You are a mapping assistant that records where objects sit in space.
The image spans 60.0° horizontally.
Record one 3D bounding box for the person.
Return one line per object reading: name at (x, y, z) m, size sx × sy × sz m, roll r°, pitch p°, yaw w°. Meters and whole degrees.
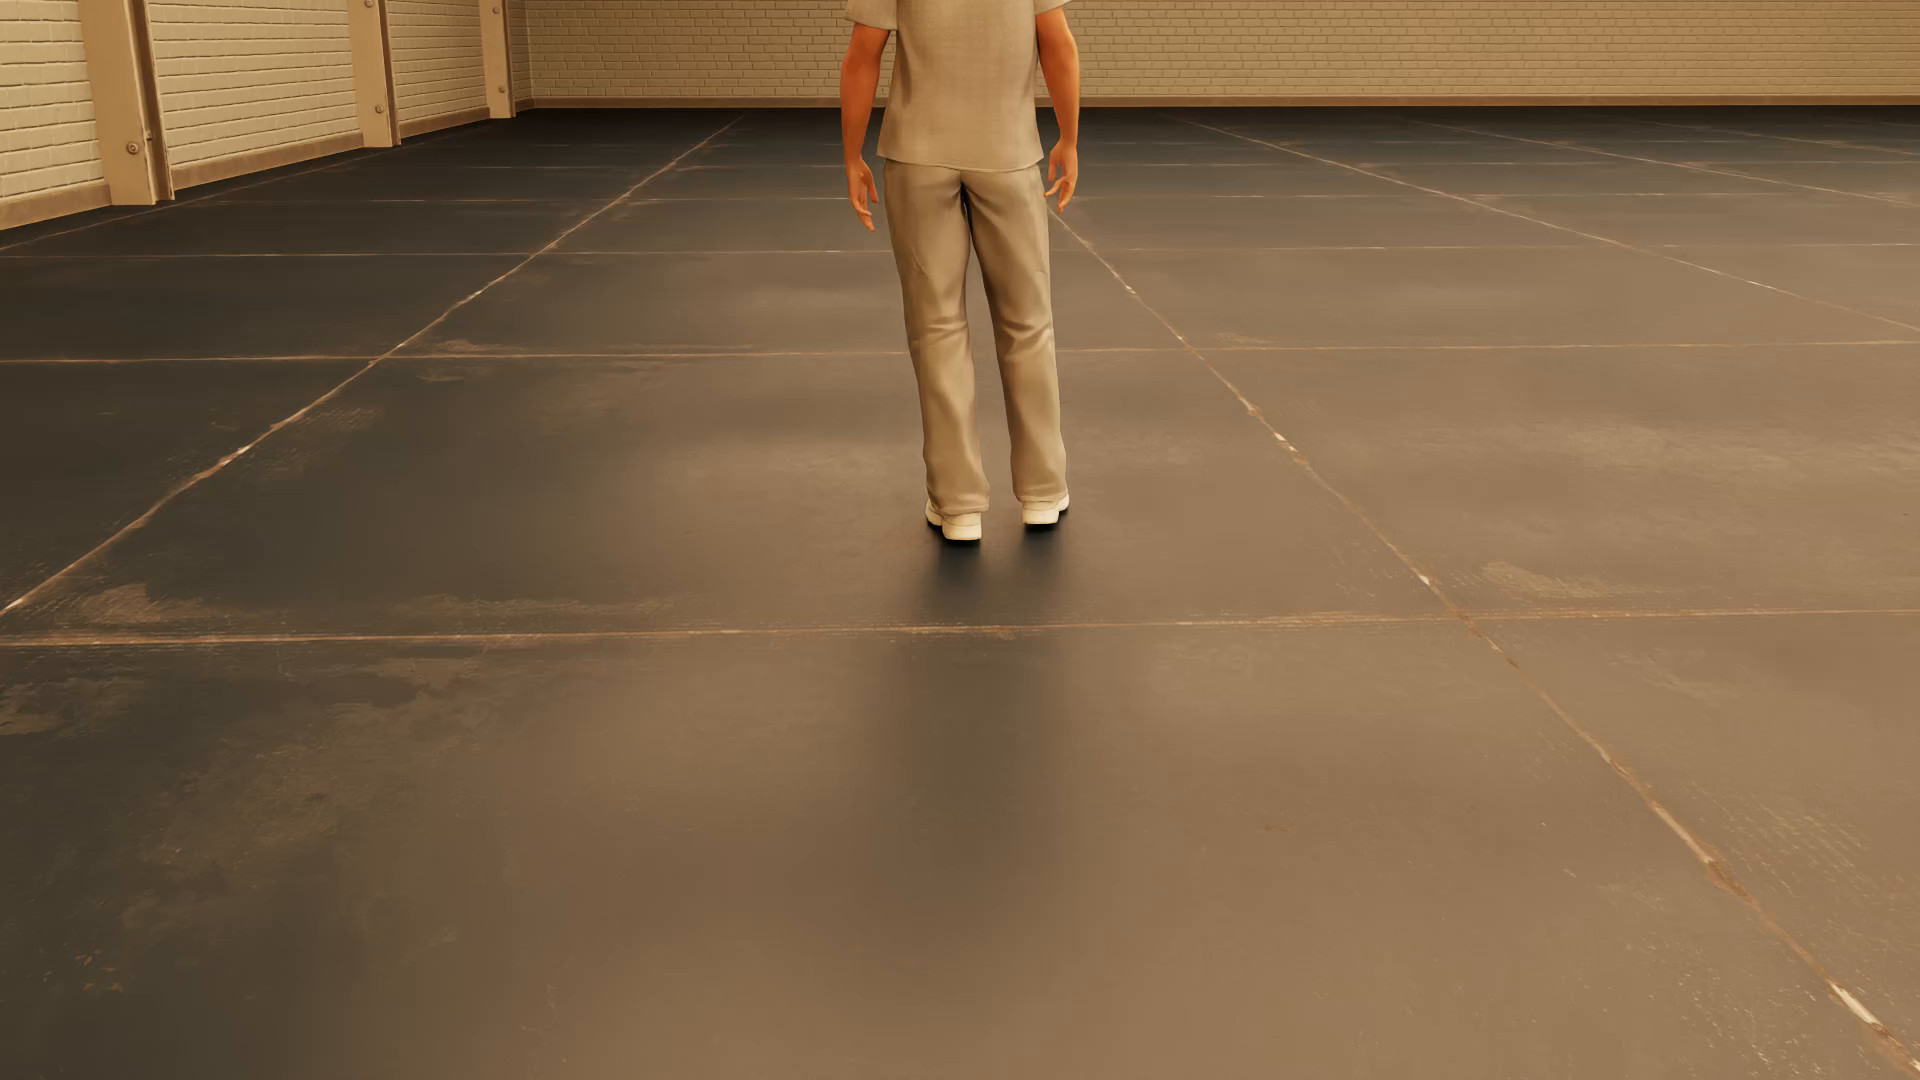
person at (0.010, -0.830, 3.742) m, size 0.549 × 1.673 × 0.548 m, roll -1°, pitch 17°, yaw -3°
